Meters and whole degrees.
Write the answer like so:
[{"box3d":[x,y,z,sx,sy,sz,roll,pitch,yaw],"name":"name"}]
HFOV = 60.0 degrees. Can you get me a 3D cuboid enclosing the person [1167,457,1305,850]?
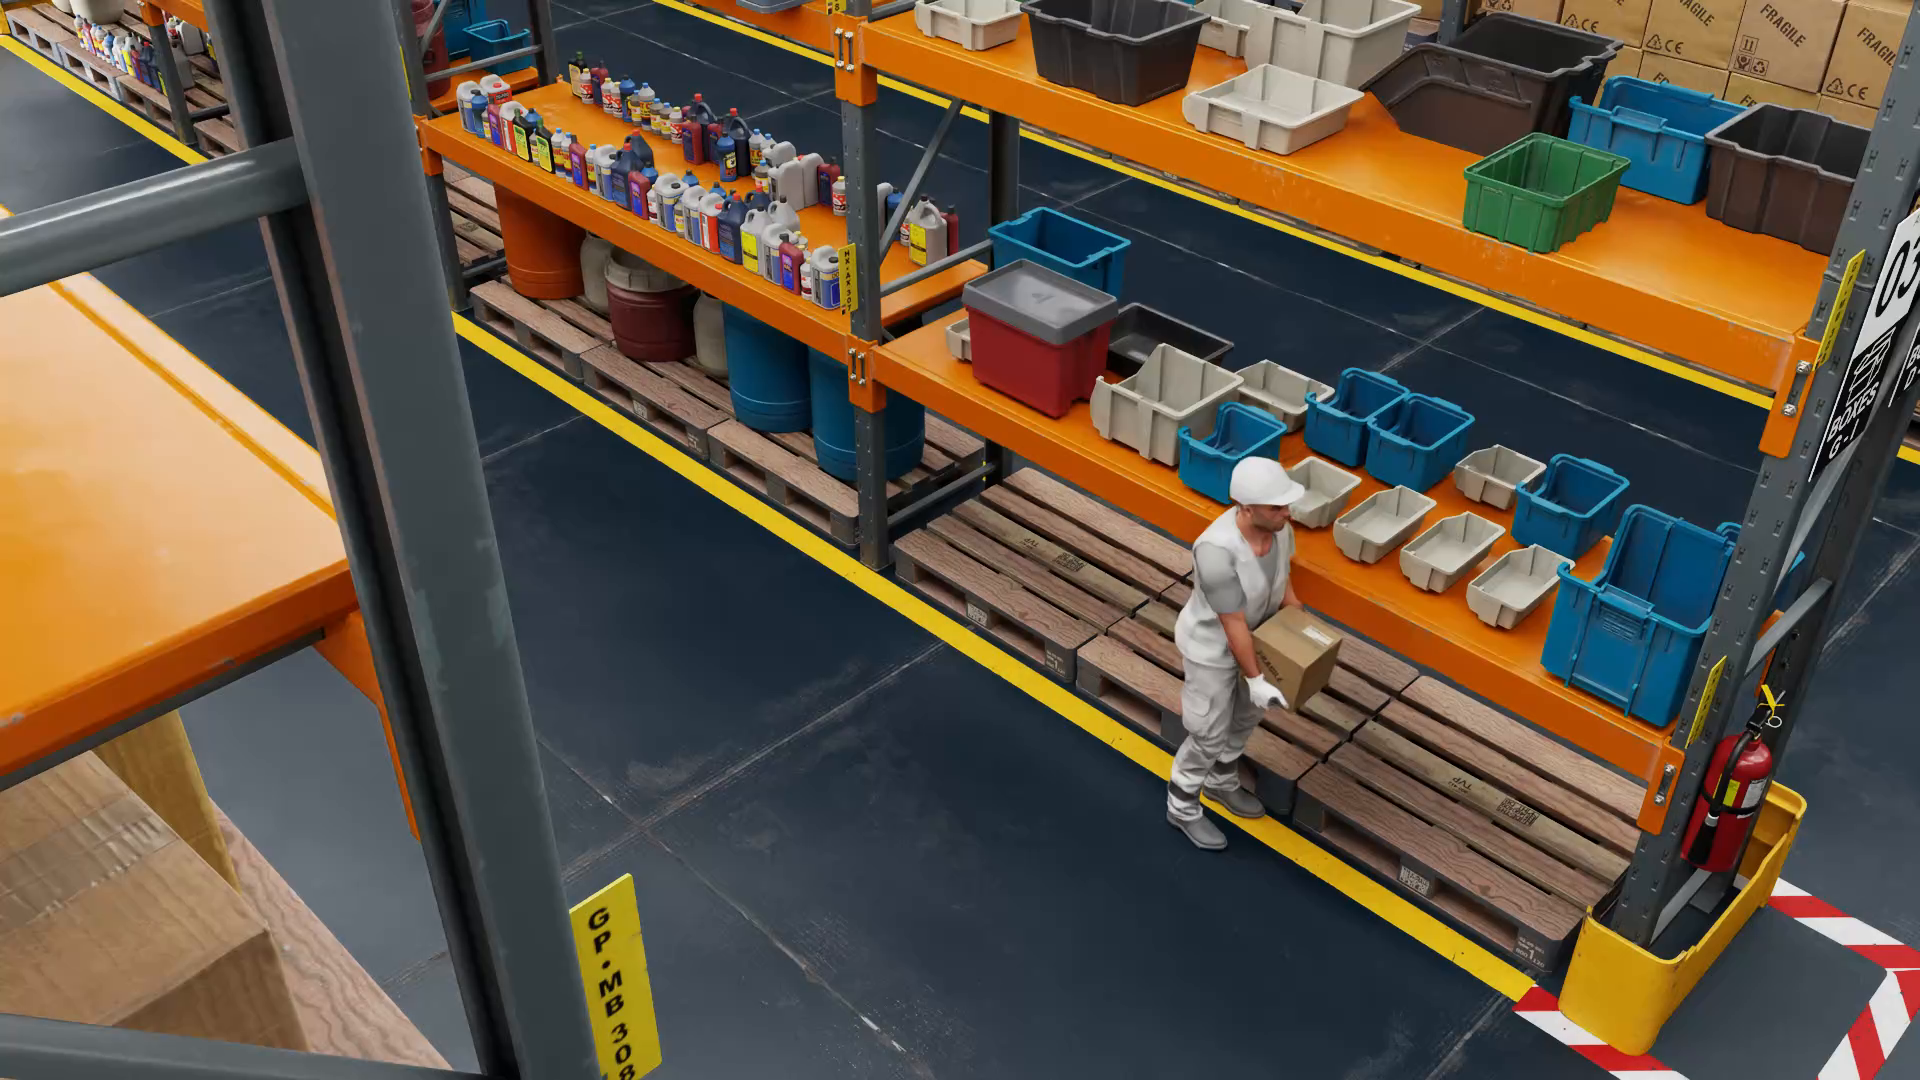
[{"box3d":[1.128,0.460,6.476,0.564,1.781,0.495,29,44,35],"name":"person"}]
